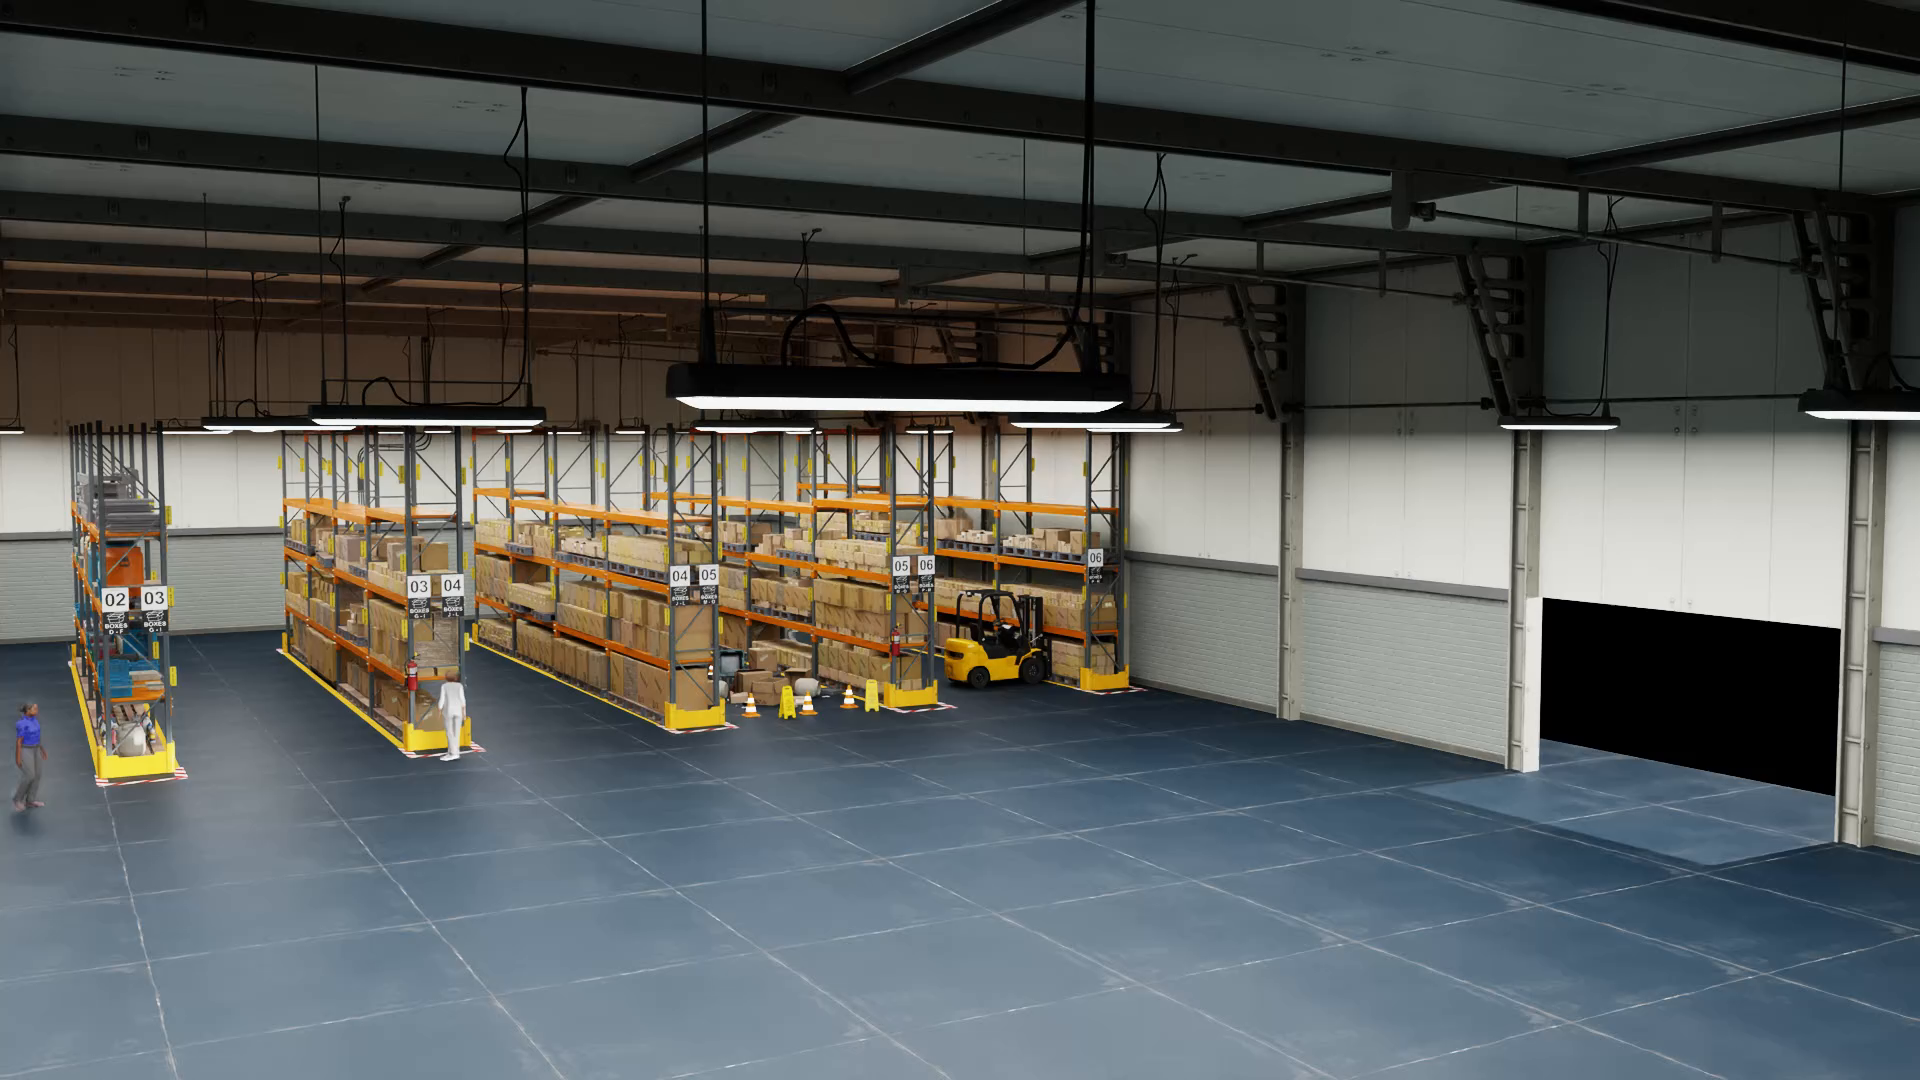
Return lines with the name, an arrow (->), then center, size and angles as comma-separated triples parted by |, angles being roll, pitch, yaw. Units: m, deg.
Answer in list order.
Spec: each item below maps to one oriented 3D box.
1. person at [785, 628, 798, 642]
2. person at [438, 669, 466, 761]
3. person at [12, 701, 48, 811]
person -> -4.689, 1.968, 46.247 | 0.545, 1.791, 0.577 | -3, 5, -44
person -> -9.012, 3.101, 29.504 | 0.463, 1.616, 0.347 | -2, 4, -25
person -> -14.380, 3.312, 25.716 | 0.373, 1.653, 0.600 | 0, 4, 6
